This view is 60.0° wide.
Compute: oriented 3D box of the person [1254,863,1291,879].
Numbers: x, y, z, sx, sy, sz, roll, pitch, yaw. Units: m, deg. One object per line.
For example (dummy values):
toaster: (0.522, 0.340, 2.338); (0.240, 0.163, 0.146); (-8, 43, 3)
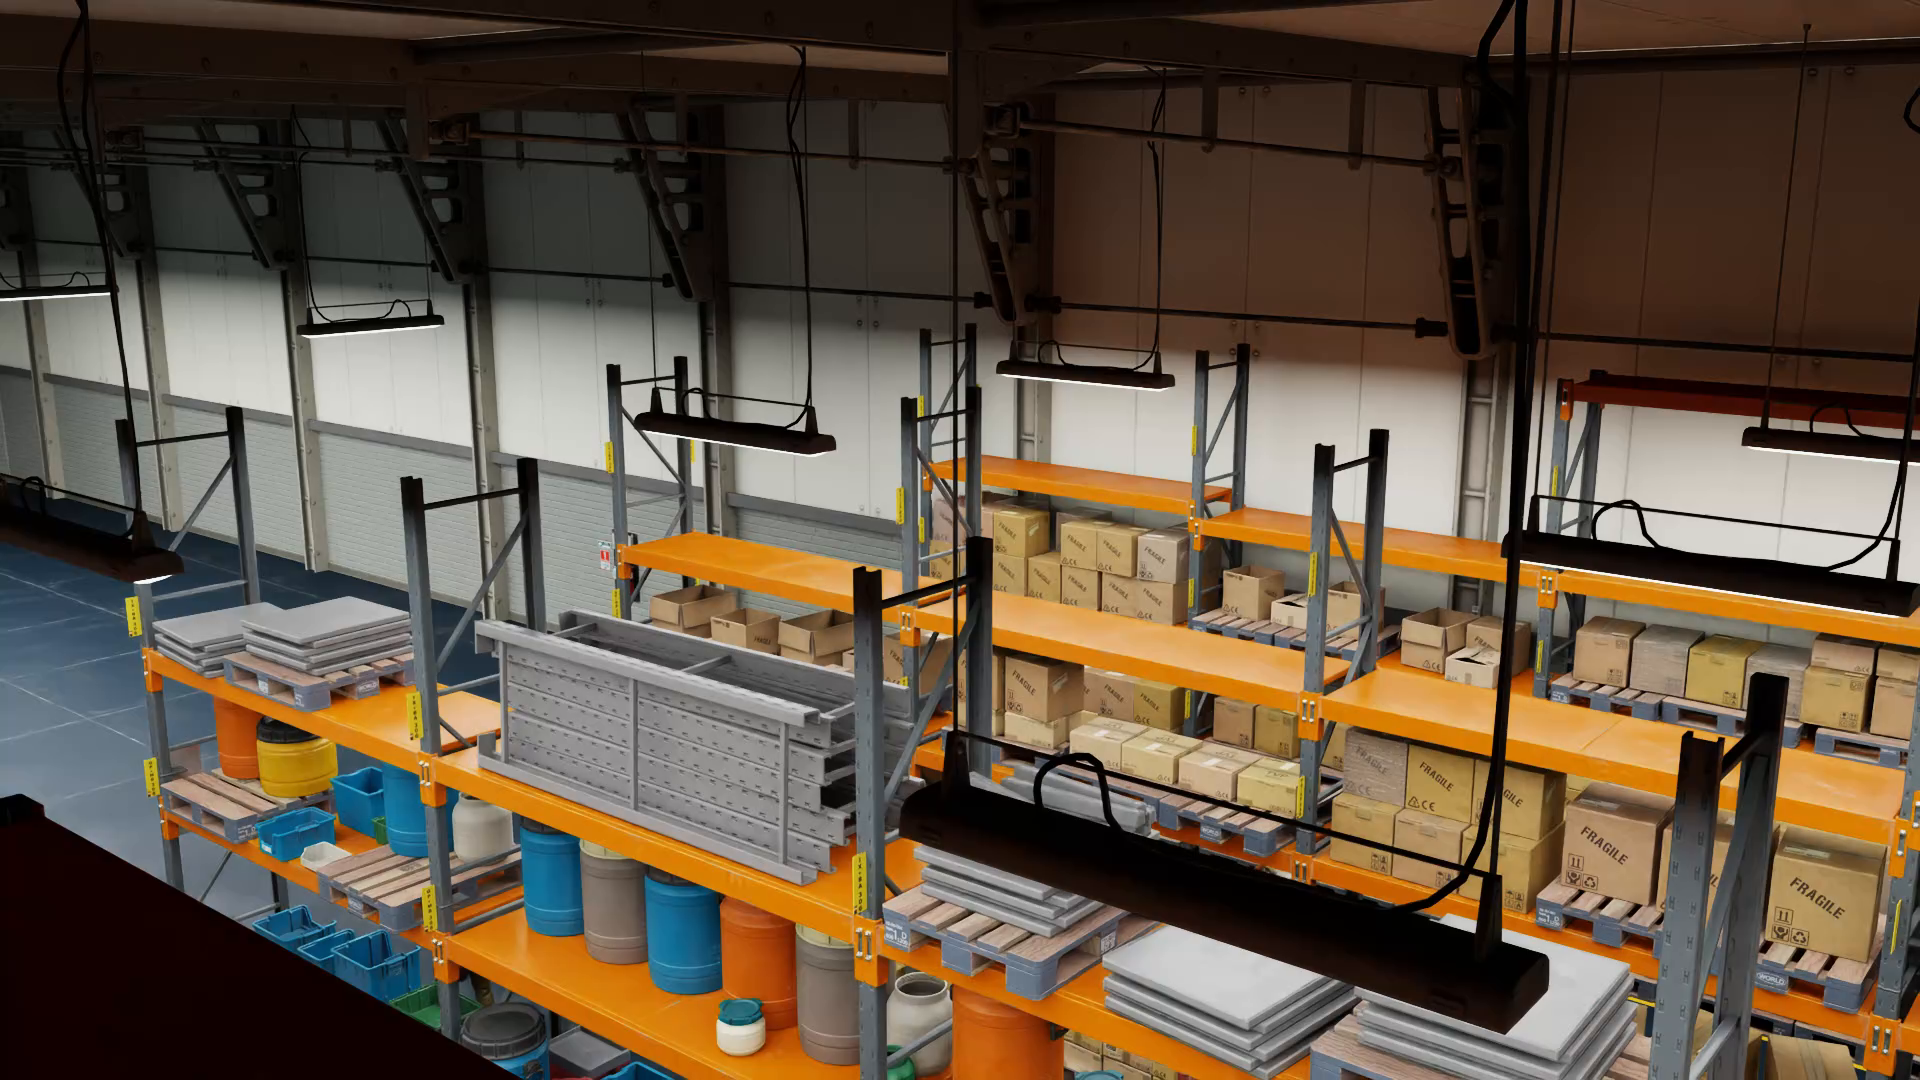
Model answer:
person: (3.245, 3.450, 17.264); (1.048, 1.595, 0.489); (6, 14, 24)

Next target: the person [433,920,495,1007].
person: (-4.633, 3.784, 15.414); (0.597, 1.741, 0.988); (-12, 18, -43)
